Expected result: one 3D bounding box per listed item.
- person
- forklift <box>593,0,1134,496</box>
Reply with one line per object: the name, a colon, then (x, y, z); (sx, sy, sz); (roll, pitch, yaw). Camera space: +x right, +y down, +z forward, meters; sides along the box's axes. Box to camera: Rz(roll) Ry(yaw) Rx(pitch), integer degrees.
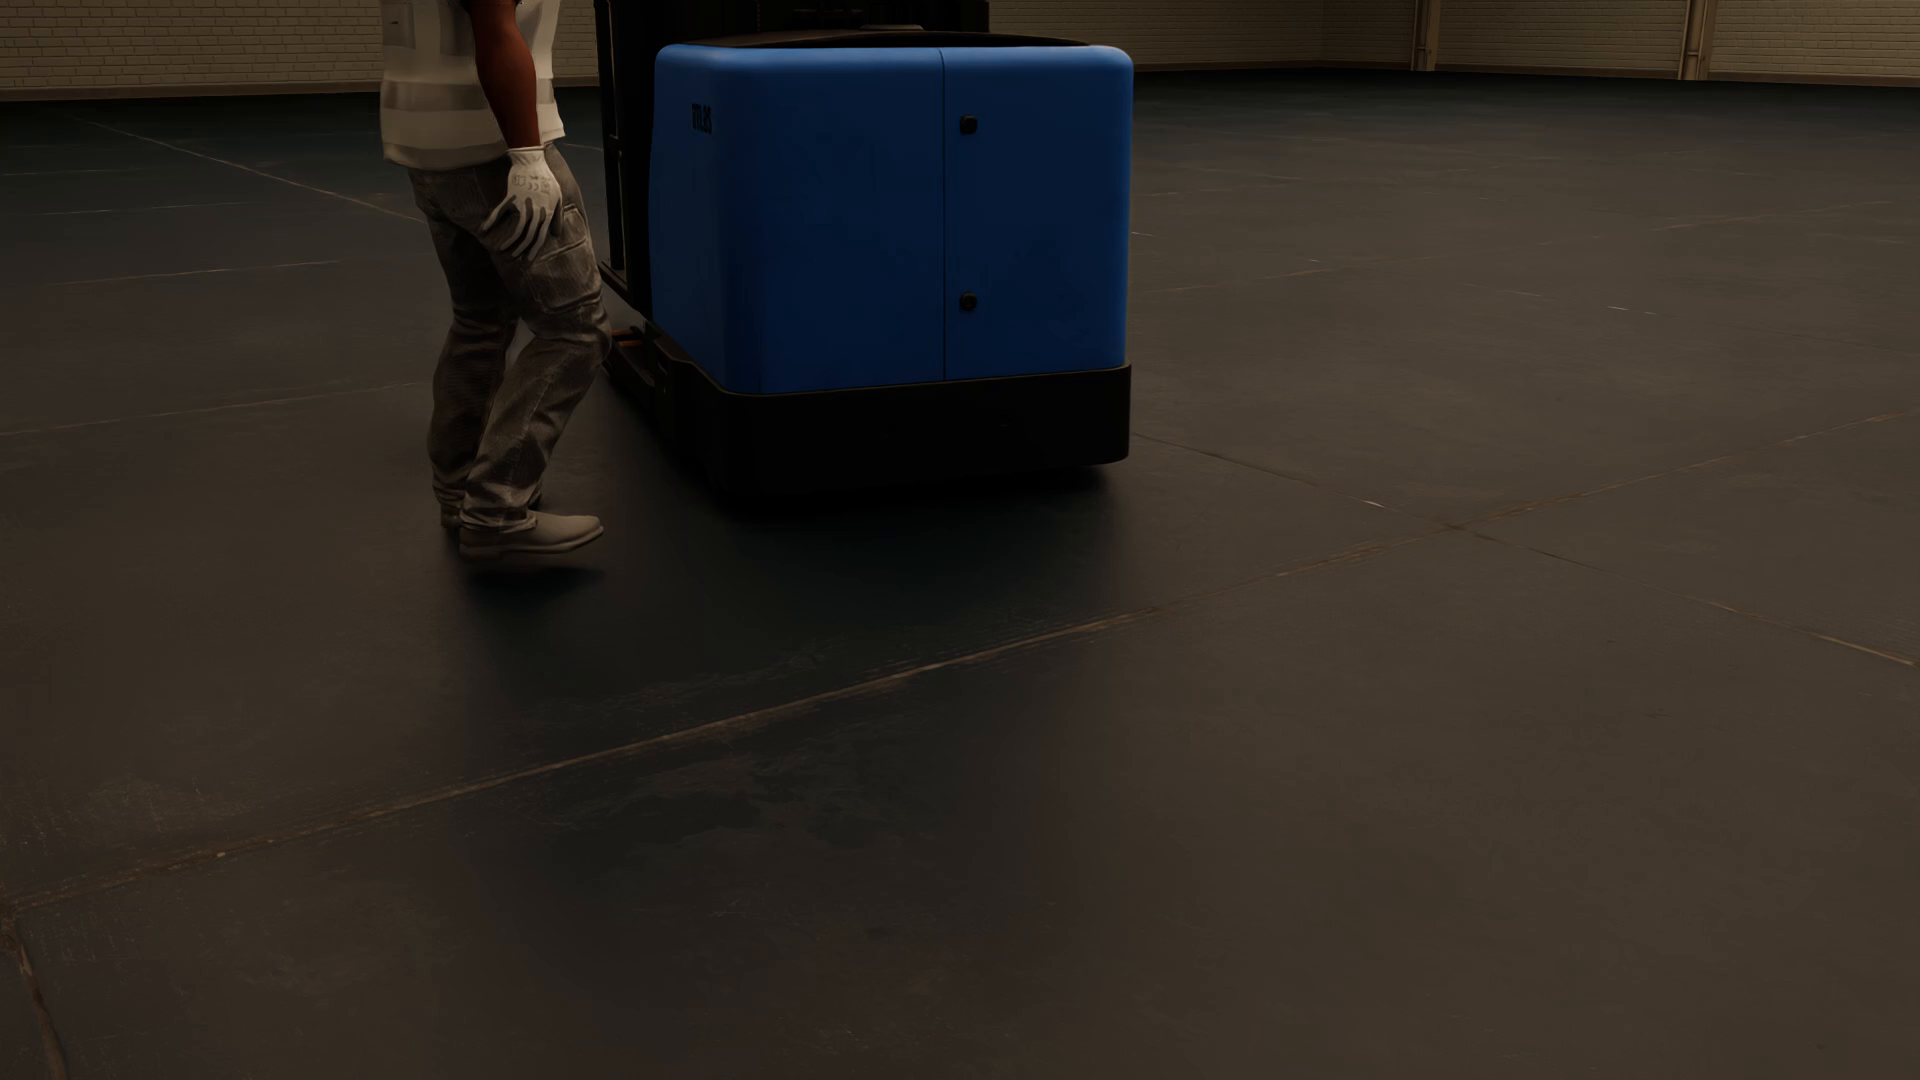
person: (-0.979, -0.812, 3.461); (0.399, 1.752, 0.840); (-12, 21, -33)
forklift: (-0.550, -1.906, 4.963); (1.130, 2.935, 3.031); (-6, 19, -19)
